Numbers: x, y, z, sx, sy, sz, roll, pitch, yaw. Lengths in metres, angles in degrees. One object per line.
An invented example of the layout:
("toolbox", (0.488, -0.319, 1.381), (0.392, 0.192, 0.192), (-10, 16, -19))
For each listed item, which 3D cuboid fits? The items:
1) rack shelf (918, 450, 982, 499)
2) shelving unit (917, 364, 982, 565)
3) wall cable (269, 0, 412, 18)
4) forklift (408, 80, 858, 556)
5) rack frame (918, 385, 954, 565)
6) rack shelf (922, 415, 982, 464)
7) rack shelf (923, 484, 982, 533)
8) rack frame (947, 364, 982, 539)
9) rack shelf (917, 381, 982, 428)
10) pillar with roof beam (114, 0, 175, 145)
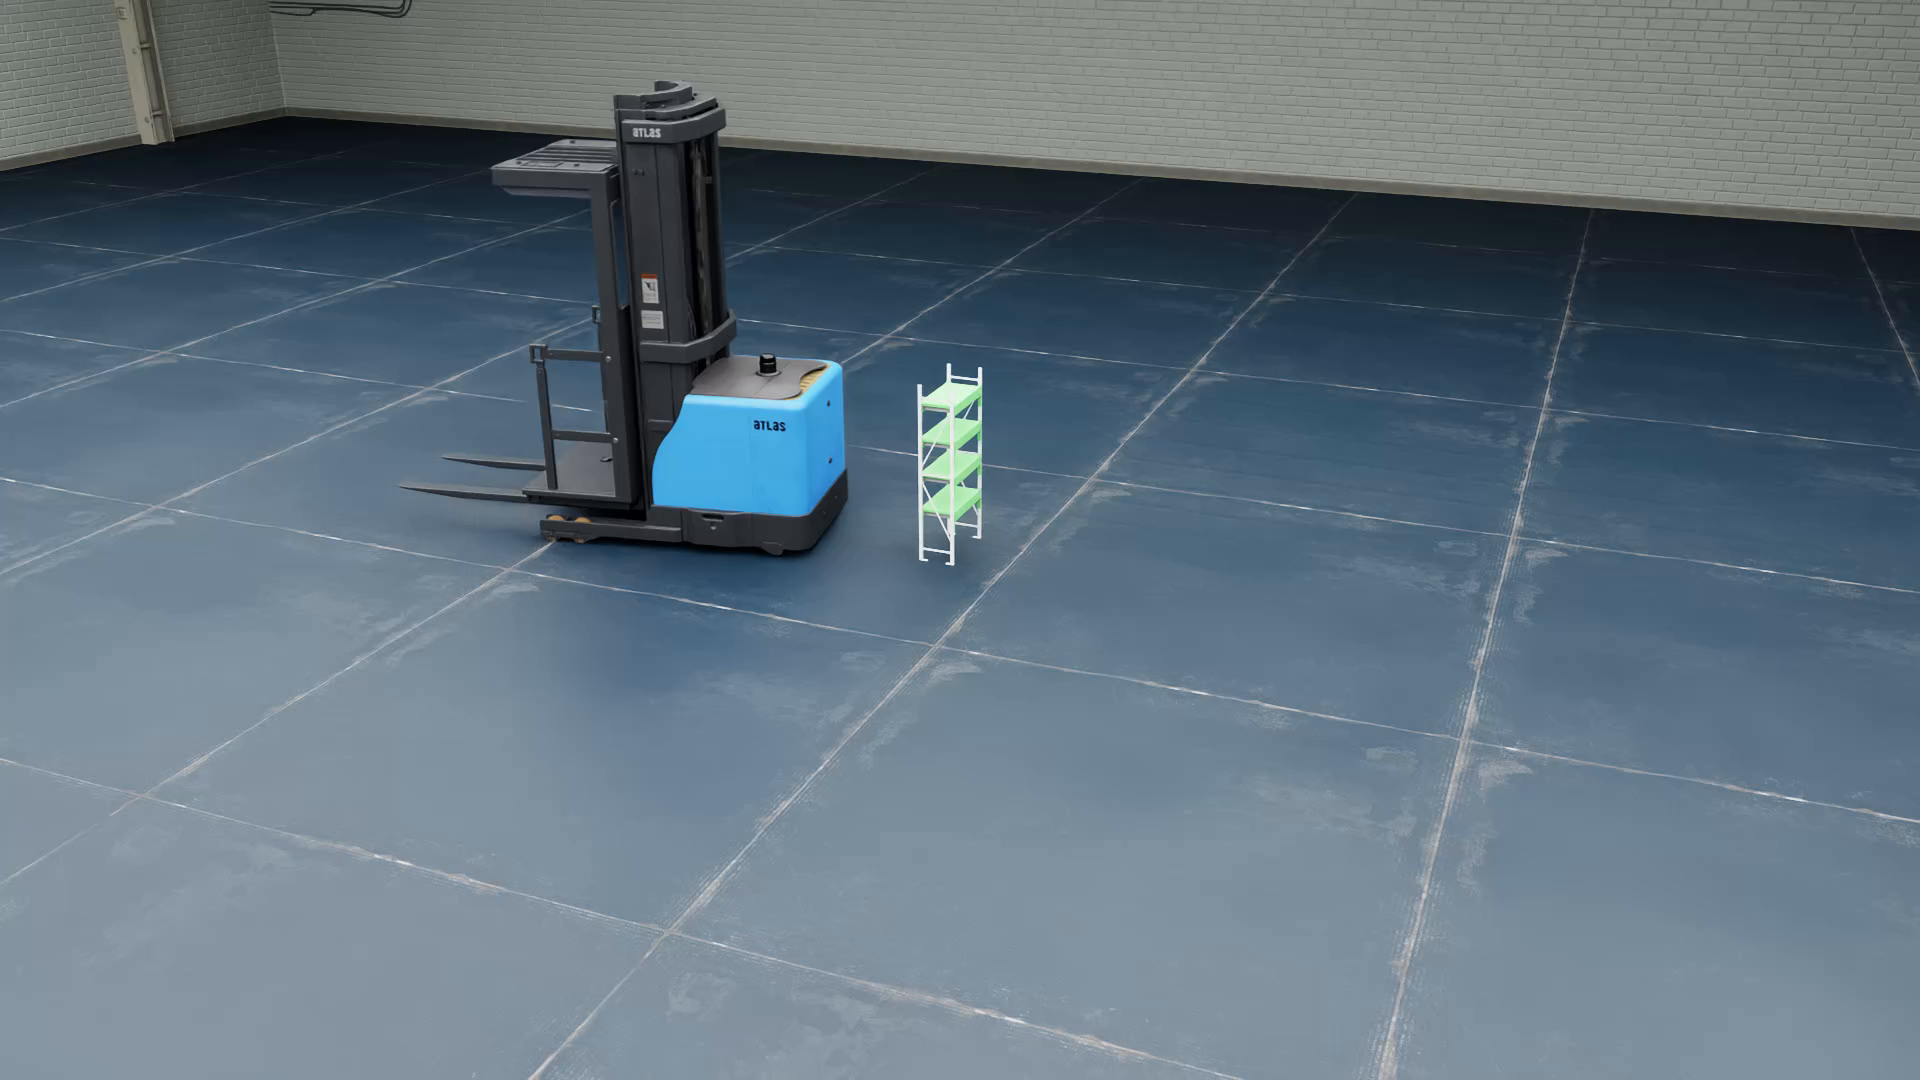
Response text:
("rack shelf", (-0.061, -0.435, 10.902), (0.258, 0.148, 0.480), (9, 24, 20))
("shelving unit", (-0.061, -0.494, 10.877), (0.258, 1.200, 0.503), (9, 24, 20))
("wall cable", (-10.373, -9.880, 27.256), (3.097, 2.526, 0.112), (9, 24, 20))
("forklift", (-2.289, -1.521, 11.088), (3.031, 2.935, 1.130), (5, 23, 11))
("rack frame", (-0.152, -0.407, 10.668), (0.240, 1.200, 0.015), (9, 24, 20))
("rack shelf", (-0.062, -0.657, 10.809), (0.258, 0.148, 0.480), (9, 24, 20))
("rack shelf", (-0.061, -0.214, 10.994), (0.258, 0.148, 0.480), (9, 24, 20))
("rack frame", (0.029, -0.582, 11.086), (0.240, 1.200, 0.015), (9, 24, 20))
("rack shelf", (-0.062, -0.878, 10.717), (0.258, 0.148, 0.480), (9, 24, 20))
("pillar with roof beam", (-8.698, -9.831, 23.112), (9.100, 9.000, 0.400), (9, 24, 20))
